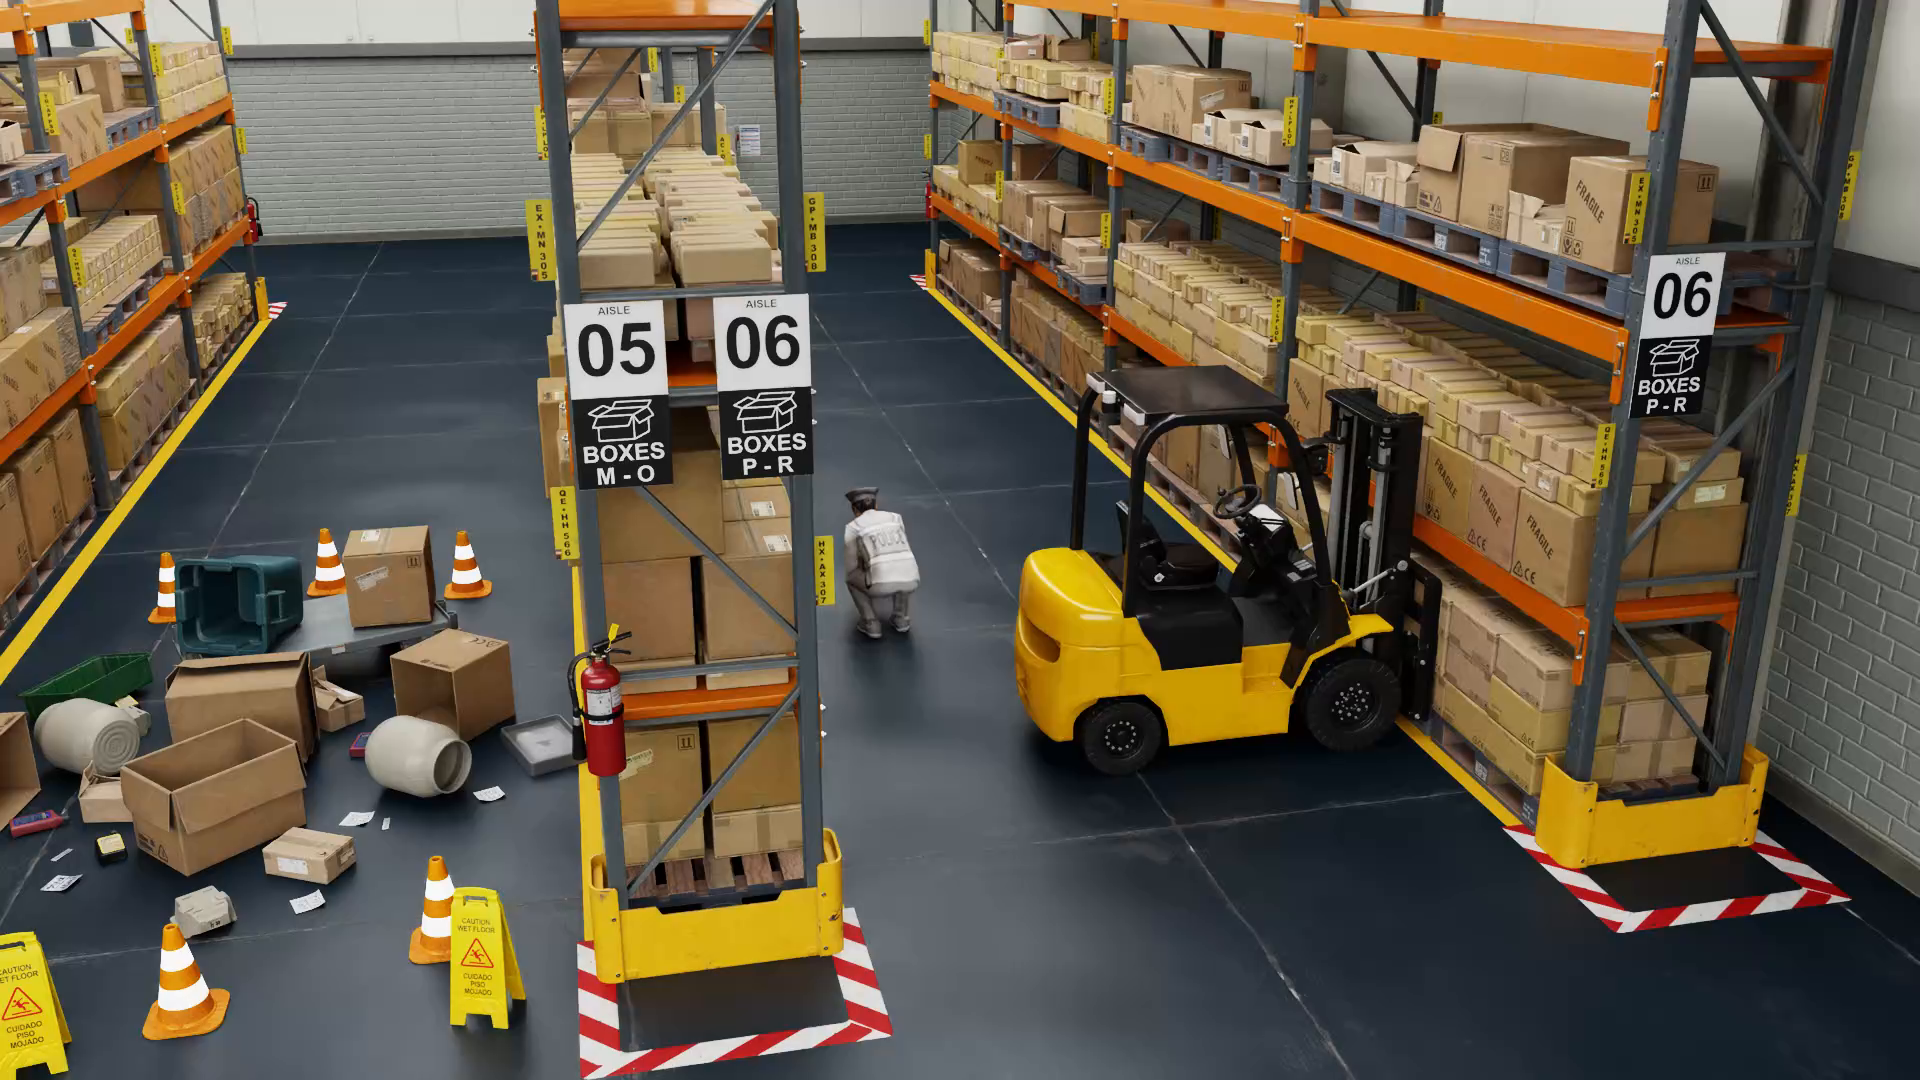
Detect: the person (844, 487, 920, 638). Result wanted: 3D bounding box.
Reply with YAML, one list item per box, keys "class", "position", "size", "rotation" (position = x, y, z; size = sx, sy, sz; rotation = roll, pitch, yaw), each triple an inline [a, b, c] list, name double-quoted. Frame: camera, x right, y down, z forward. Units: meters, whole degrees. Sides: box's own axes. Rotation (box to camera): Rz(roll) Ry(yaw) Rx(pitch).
- class: "person"
  position: [-0.581, 0.145, 11.703]
  size: [0.443, 0.981, 0.835]
  rotation: [-6, 21, -17]
